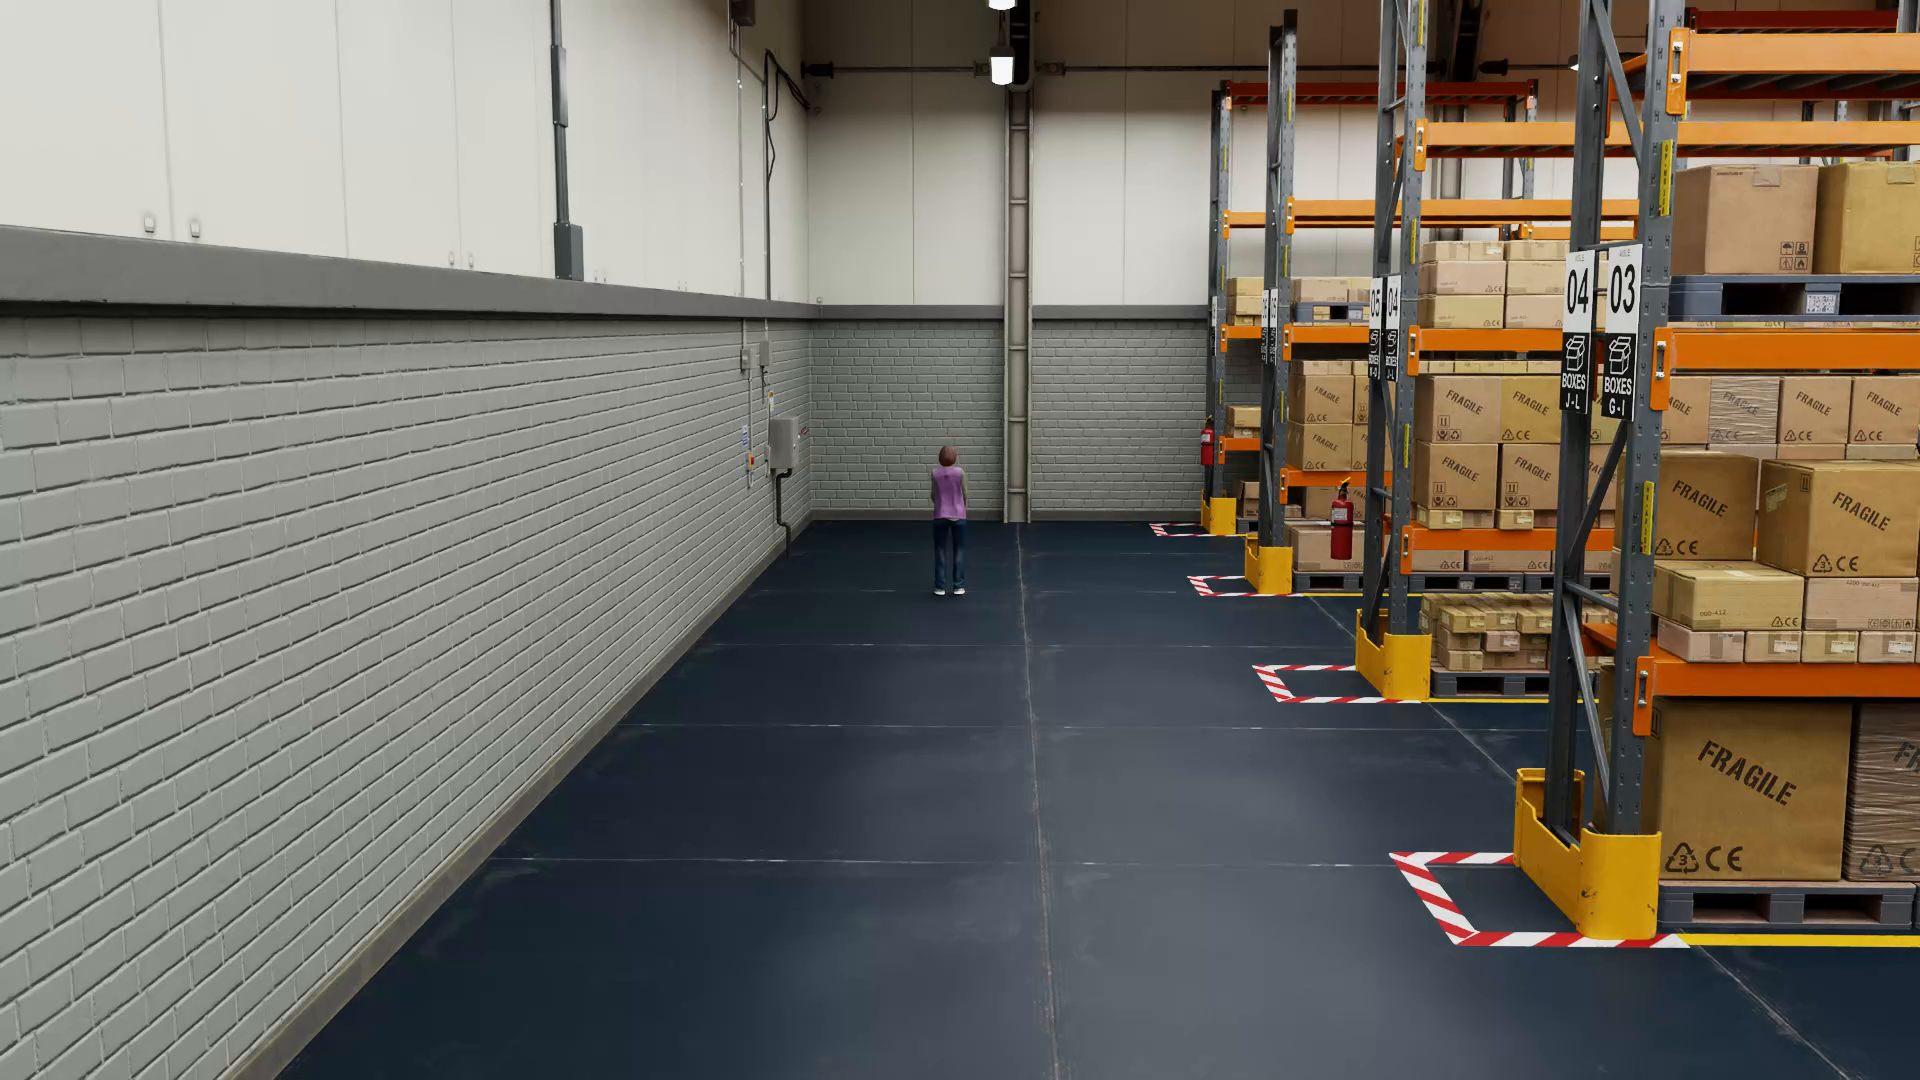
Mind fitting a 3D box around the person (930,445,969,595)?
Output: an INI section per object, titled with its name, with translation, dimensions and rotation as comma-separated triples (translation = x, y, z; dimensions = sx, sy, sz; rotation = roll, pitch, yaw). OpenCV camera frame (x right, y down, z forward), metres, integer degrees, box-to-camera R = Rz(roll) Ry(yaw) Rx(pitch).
[person]
translation = -0.111, -0.213, 17.531
dimensions = 0.405, 1.576, 0.492
rotation = 0, 7, 2
